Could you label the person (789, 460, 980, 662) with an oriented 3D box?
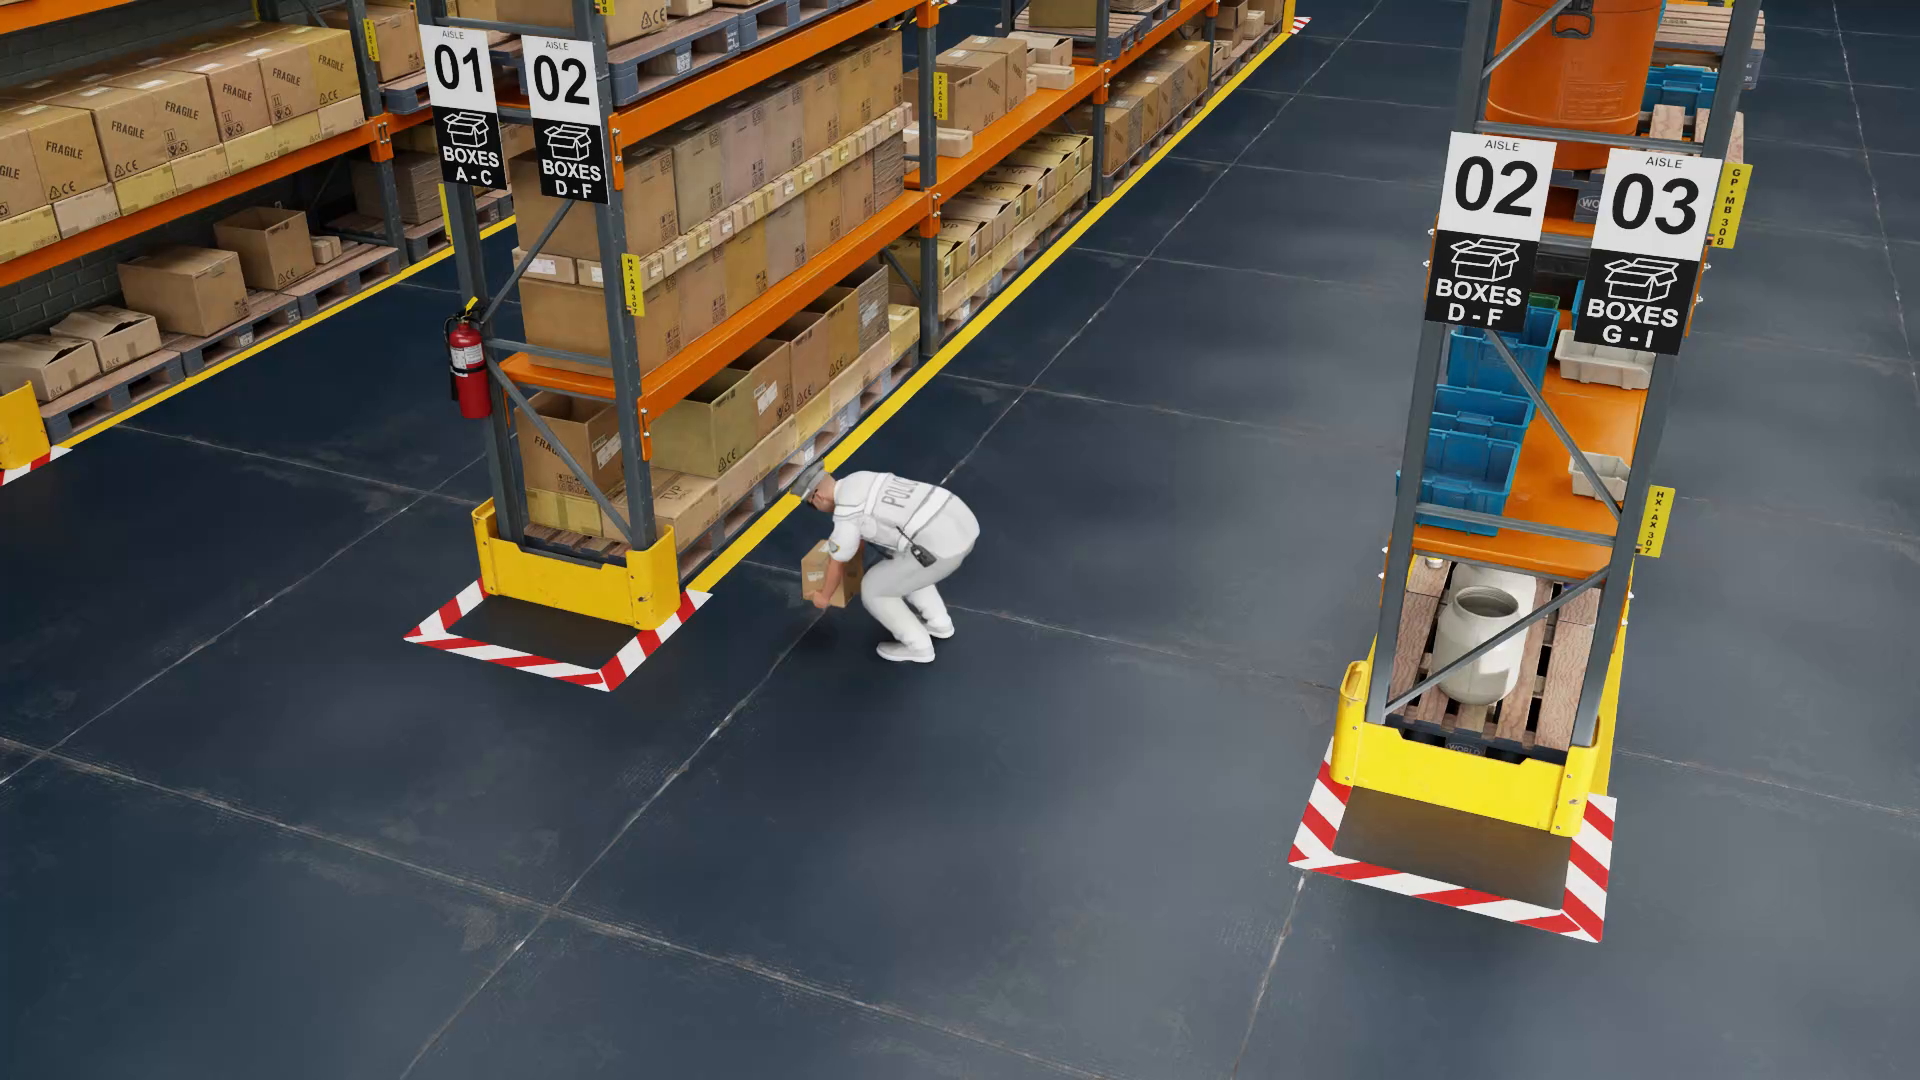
[{"bbox_3d":[-0.413,0.095,8.965,1.024,1.028,0.543,10,31,17],"label":"person"}]
